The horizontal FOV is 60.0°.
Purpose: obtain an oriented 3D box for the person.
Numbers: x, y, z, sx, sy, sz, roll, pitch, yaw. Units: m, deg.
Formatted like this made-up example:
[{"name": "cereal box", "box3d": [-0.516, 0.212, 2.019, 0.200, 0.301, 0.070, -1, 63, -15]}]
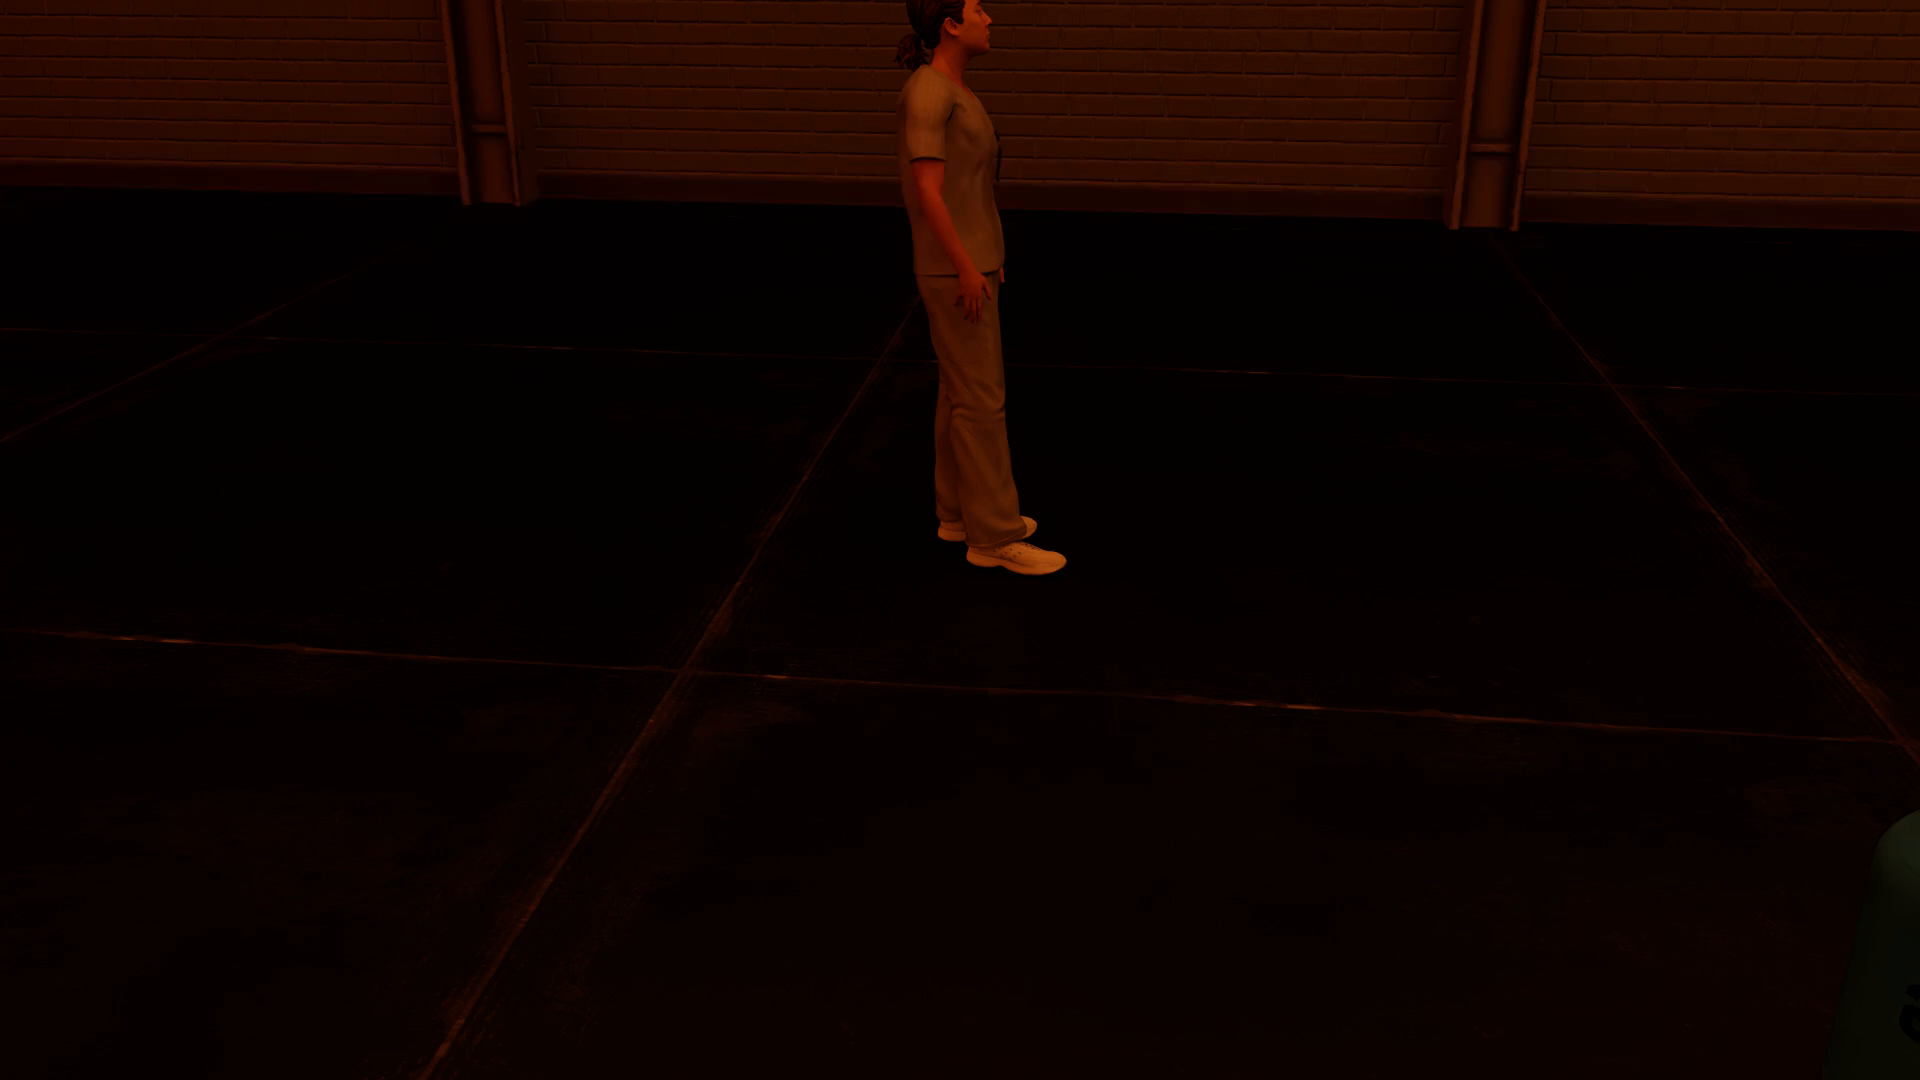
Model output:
[{"name": "person", "box3d": [0.072, -0.771, 4.842, 0.548, 1.664, 0.549, 3, 22, 7]}]
